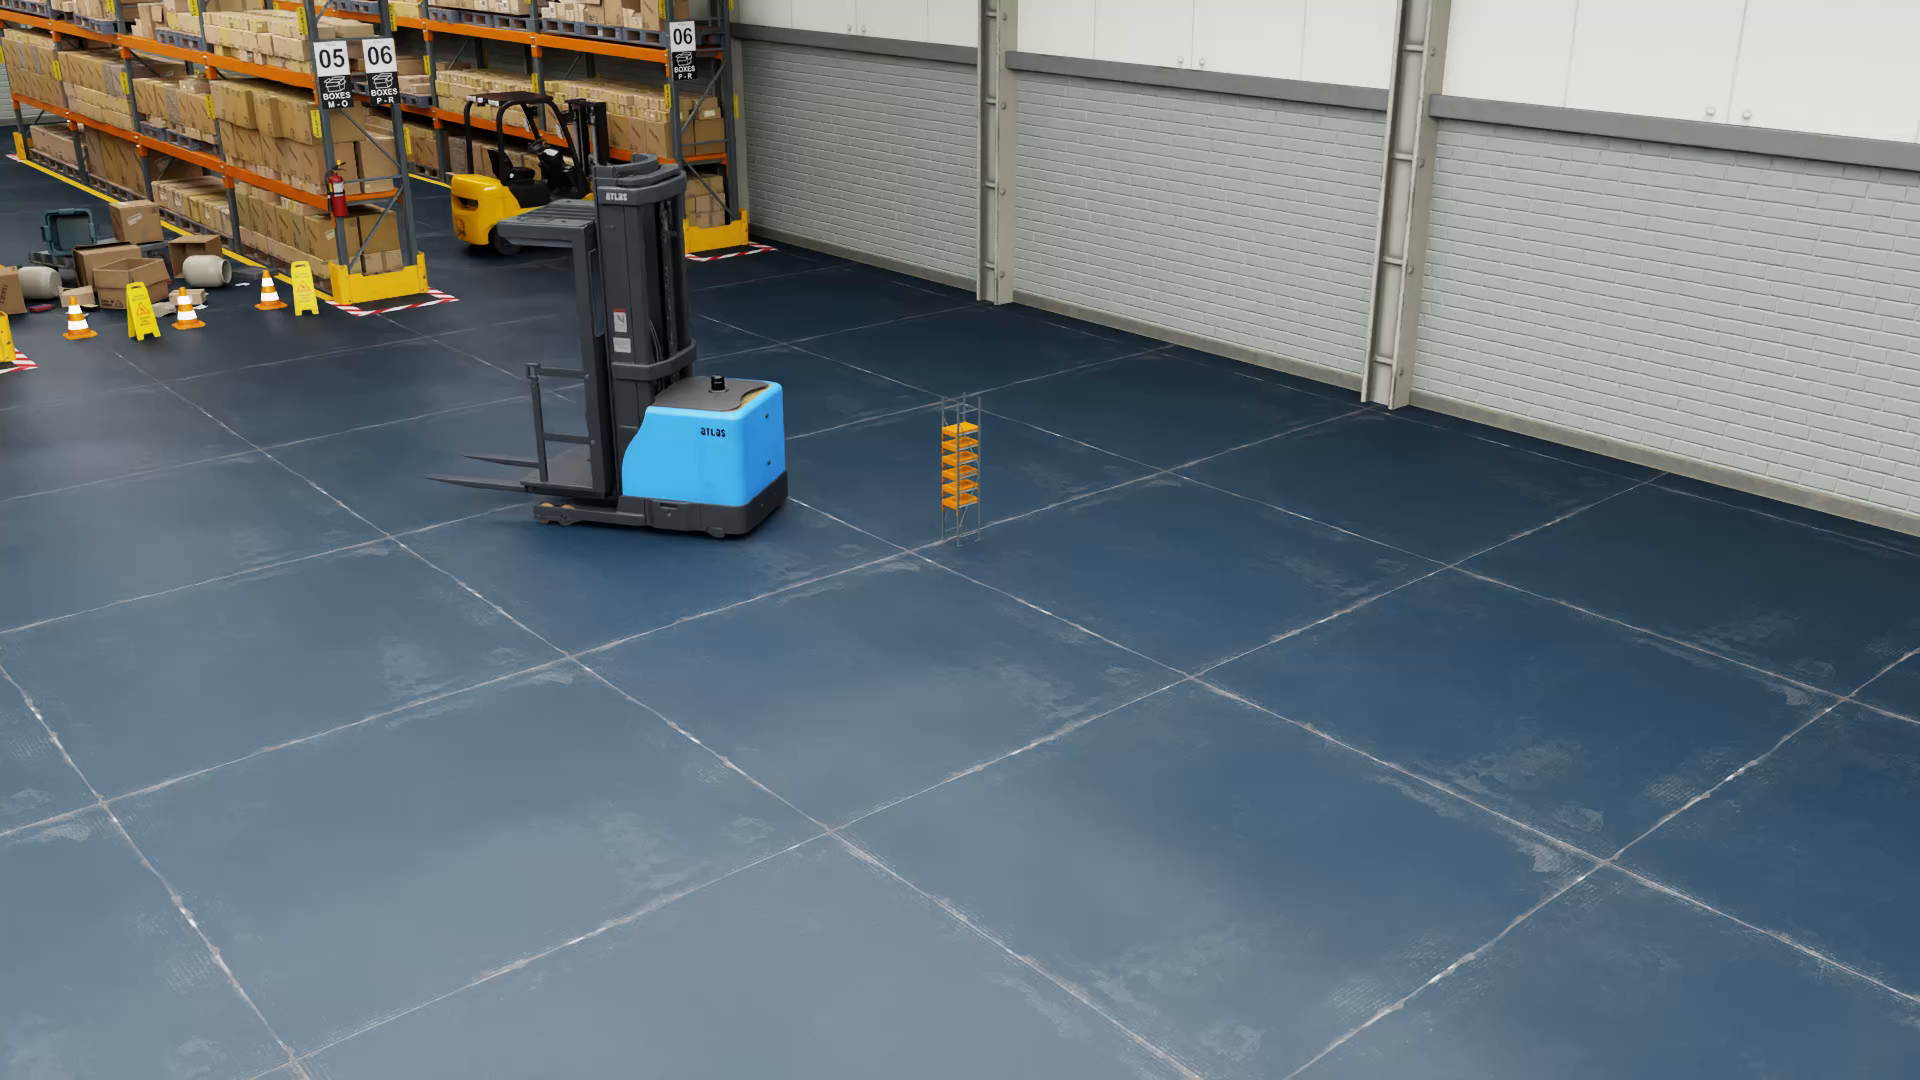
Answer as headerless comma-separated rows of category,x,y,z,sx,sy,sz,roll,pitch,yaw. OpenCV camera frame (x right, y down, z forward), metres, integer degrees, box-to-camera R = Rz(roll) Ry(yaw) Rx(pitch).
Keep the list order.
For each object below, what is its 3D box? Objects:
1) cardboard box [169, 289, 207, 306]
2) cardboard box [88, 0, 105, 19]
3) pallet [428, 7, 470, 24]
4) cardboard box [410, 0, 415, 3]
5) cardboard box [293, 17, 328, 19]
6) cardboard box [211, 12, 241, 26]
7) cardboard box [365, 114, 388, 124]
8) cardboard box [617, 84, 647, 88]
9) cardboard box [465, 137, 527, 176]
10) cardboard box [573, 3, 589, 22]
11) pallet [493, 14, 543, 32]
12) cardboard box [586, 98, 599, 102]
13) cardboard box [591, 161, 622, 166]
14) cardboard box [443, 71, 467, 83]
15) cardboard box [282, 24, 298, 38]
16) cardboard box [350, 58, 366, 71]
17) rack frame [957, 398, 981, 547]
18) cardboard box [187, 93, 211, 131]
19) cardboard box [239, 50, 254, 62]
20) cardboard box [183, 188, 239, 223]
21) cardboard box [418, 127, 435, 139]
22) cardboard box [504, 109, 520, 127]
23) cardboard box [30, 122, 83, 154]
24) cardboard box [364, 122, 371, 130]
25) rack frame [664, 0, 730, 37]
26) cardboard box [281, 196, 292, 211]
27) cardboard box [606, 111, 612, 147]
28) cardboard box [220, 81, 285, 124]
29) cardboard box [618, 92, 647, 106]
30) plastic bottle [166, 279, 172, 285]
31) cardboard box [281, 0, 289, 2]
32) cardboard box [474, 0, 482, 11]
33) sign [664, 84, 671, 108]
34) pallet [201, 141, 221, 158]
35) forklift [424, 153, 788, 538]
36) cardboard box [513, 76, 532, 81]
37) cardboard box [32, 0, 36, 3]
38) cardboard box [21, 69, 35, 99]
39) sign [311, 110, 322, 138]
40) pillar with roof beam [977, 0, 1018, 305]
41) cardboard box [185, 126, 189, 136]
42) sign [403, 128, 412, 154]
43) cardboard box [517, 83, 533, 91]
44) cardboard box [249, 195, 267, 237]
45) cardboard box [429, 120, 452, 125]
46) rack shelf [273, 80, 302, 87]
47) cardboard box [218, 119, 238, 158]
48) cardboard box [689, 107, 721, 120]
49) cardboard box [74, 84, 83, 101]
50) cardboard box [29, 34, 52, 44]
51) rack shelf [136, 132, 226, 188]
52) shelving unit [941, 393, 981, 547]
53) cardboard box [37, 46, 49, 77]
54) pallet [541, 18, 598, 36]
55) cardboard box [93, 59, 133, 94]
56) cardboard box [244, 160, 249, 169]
cardboard box,-9.832,-3.090,21.170,0.380,0.149,0.250,-4,22,-10
cardboard box,-13.459,-8.614,26.538,0.700,0.500,0.500,-19,28,-40
pallet,-8.400,-9.072,28.680,1.213,0.211,1.003,-16,26,-35
cardboard box,-9.479,-9.559,29.323,0.380,0.149,0.250,-18,28,-39
cardboard box,-8.494,-6.762,21.775,0.380,0.149,0.250,-17,27,-36
cardboard box,-9.908,-7.063,22.543,0.380,0.149,0.250,-16,27,-36
cardboard box,-11.250,-8.148,32.136,0.380,0.149,0.250,-18,28,-39
cardboard box,-5.051,-6.934,25.640,0.380,0.149,0.250,-18,28,-38
cardboard box,-8.082,-6.665,29.069,0.875,0.625,0.625,-16,27,-36
cardboard box,-5.561,-7.918,24.946,0.396,0.266,0.258,-18,28,-39
pallet,-6.886,-8.373,26.897,0.805,0.209,1.217,-19,28,-39
cardboard box,-5.478,-6.662,25.353,0.380,0.149,0.250,-19,28,-39
cardboard box,-5.562,-5.719,25.795,0.500,0.250,0.500,-16,27,-36
cardboard box,-8.751,-8.047,28.889,0.380,0.149,0.250,-17,27,-36
cardboard box,-8.211,-6.357,20.741,0.380,0.149,0.250,-18,28,-38
cardboard box,-7.418,-5.985,20.884,0.380,0.149,0.250,-17,27,-37
rack frame,0.069,-0.529,13.190,0.240,1.200,0.006,-17,27,-37
cardboard box,-10.858,-6.232,24.162,0.500,0.500,0.500,-17,27,-37
cardboard box,-9.265,-6.400,21.943,0.380,0.149,0.250,-18,28,-38
cardboard box,-11.329,-5.148,25.541,0.950,0.372,0.625,-16,27,-36
cardboard box,-9.627,-7.408,30.246,0.380,0.149,0.250,-19,28,-40
cardboard box,-7.160,-6.969,27.370,0.500,0.250,0.500,-18,27,-38
cardboard box,-17.384,-7.801,32.226,0.875,0.438,0.875,-19,28,-39
cardboard box,-11.377,-7.879,32.340,0.500,0.500,0.500,-16,26,-35
rack frame,-3.689,-8.513,22.879,1.000,3.000,0.127,-17,27,-37
cardboard box,-8.790,-4.491,22.115,0.380,0.149,0.250,-16,27,-35
cardboard box,-5.212,-6.263,25.224,0.500,0.500,0.500,-17,27,-37
cardboard box,-9.618,-5.973,22.705,0.700,0.500,0.500,-17,27,-37
cardboard box,-4.819,-6.514,24.568,0.380,0.149,0.250,-17,27,-36
plastic bottle,-10.636,-3.471,22.261,0.133,0.061,0.283,-12,25,-28
cardboard box,-13.494,-10.971,33.614,0.380,0.149,0.250,-18,27,-38
cardboard box,-7.751,-8.791,27.334,0.380,0.149,0.250,-18,28,-38
sign,-4.109,-6.243,23.399,0.100,0.325,0.005,-17,27,-37
pallet,-10.447,-5.798,24.438,1.003,0.211,1.213,-17,27,-37
forklift,-3.047,-1.665,13.715,3.031,2.935,1.130,6,22,15
cardboard box,-7.327,-7.754,28.141,0.380,0.149,0.250,-17,27,-37
cardboard box,-16.112,-9.547,29.265,0.380,0.149,0.250,-17,27,-36
cardboard box,-17.126,-8.525,30.999,0.500,0.500,0.500,-18,27,-38
sign,-7.881,-5.096,20.362,0.100,0.325,0.005,-17,27,-37
pillar with roof beam,-2.806,-6.237,17.069,9.100,9.000,0.400,-17,27,-37
cardboard box,-11.258,-6.082,24.668,0.380,0.149,0.250,-17,27,-37
sign,-7.036,-5.069,21.126,0.100,0.325,0.005,-17,27,-37
cardboard box,-6.993,-7.362,27.140,0.380,0.149,0.250,-17,27,-37
cardboard box,-9.519,-4.534,23.113,0.500,0.500,0.500,-16,27,-35
cardboard box,-9.706,-7.769,31.168,0.380,0.149,0.250,-18,28,-39
rack shelf,-12.828,-9.252,33.980,1.077,0.370,4.000,-17,27,-37
cardboard box,-9.982,-5.639,23.223,0.500,0.500,0.500,-18,27,-38
cardboard box,-3.714,-6.223,24.234,0.380,0.149,0.250,-18,28,-39
cardboard box,-14.845,-7.689,28.522,0.500,0.250,0.500,-17,27,-37
cardboard box,-16.681,-9.108,30.228,0.380,0.149,0.250,-17,27,-37
rack shelf,-11.363,-5.859,25.318,1.077,0.370,4.000,-17,27,-37
shelving unit,0.009,-0.555,13.255,0.258,1.200,0.189,-17,27,-37
cardboard box,-16.122,-8.571,29.746,0.500,0.500,0.500,-18,28,-38
pallet,-5.724,-7.950,25.678,1.003,0.211,1.213,-17,27,-37
cardboard box,-13.865,-7.618,27.314,0.500,0.500,0.500,-17,27,-37
cardboard box,-9.695,-5.238,23.089,0.380,0.149,0.250,-18,27,-38
